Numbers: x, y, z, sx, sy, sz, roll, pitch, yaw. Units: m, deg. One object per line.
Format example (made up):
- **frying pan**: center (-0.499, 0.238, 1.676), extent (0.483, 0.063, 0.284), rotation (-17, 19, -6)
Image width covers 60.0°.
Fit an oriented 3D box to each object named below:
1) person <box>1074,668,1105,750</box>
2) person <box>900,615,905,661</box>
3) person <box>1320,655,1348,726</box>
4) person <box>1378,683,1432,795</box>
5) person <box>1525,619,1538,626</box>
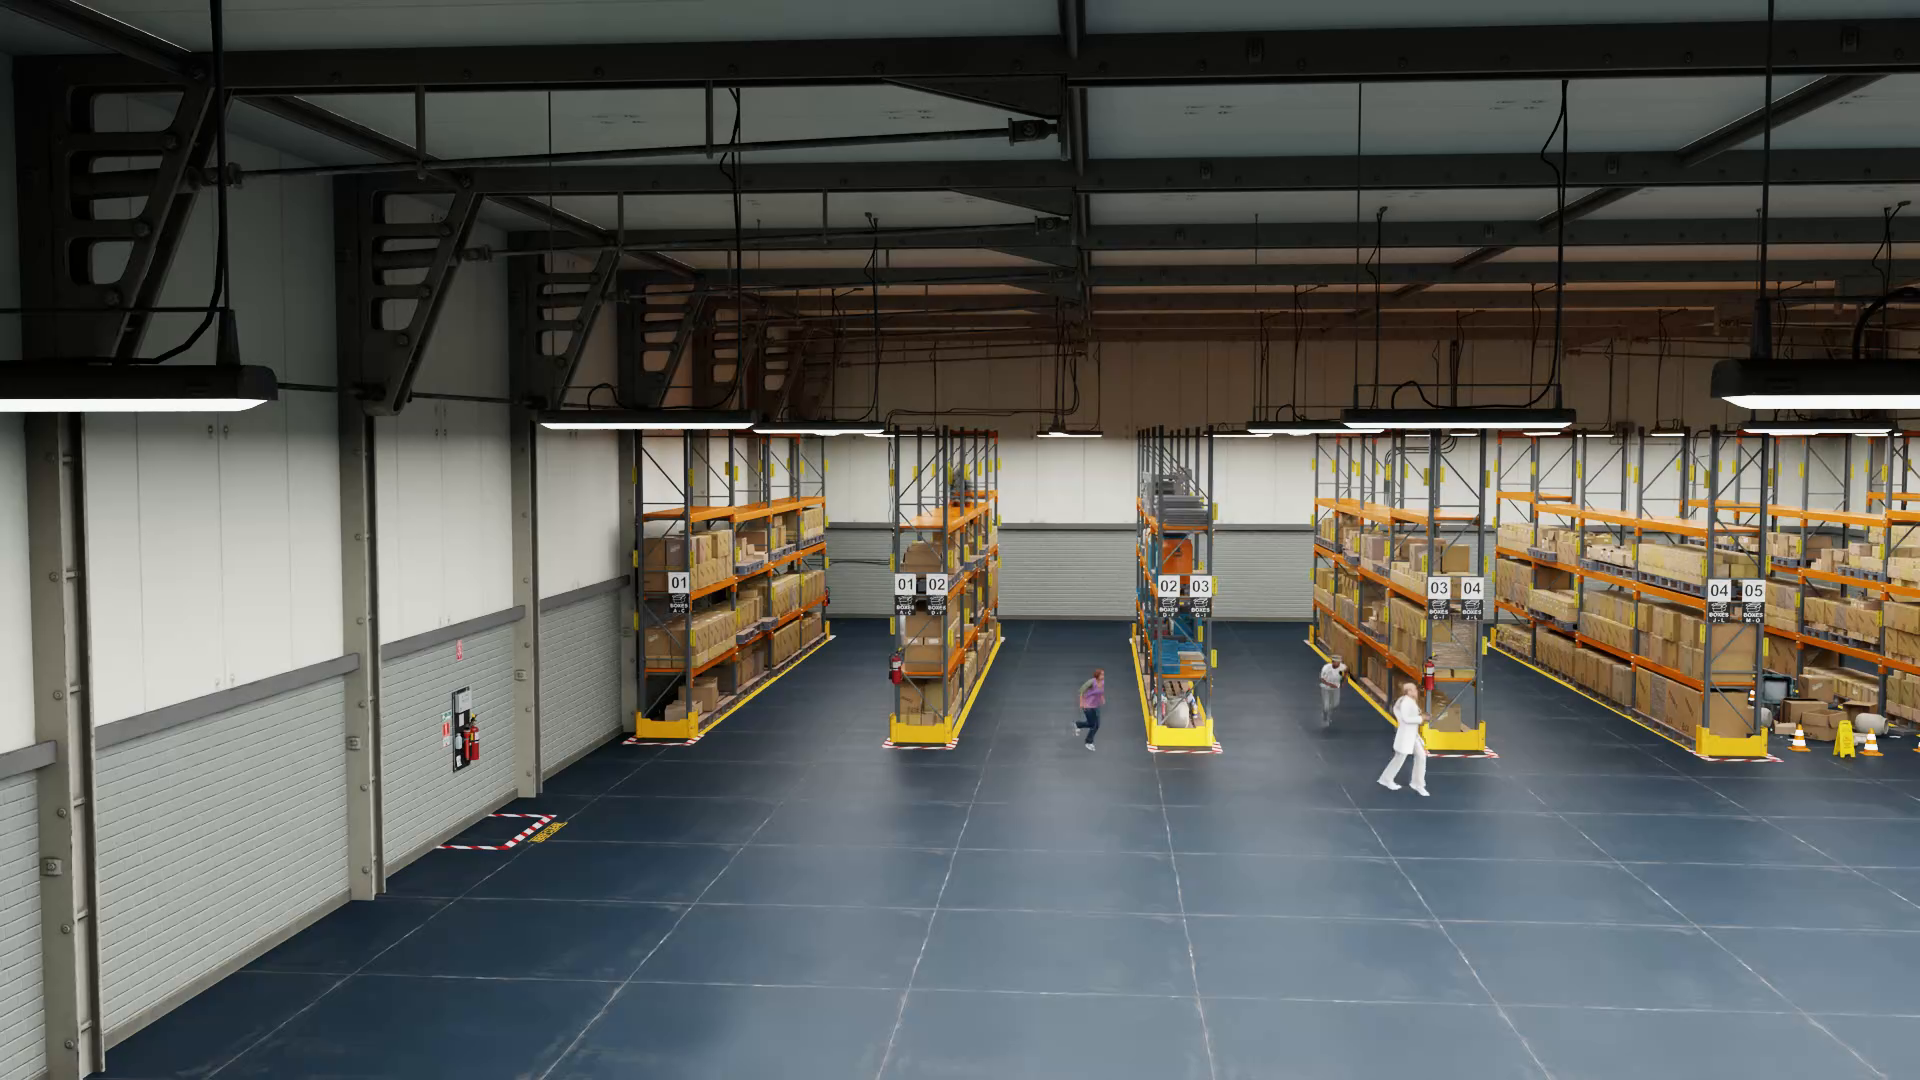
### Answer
- **person**: center (2.413, 3.122, 30.926), extent (0.533, 1.538, 0.723), rotation (-3, 5, -43)
- **person**: center (-1.364, 2.407, 41.697), extent (0.627, 1.698, 0.761), rotation (0, 3, 0)
- **person**: center (7.462, 2.998, 33.129), extent (0.597, 1.487, 0.788), rotation (0, 3, -5)
- **person**: center (7.194, 3.231, 26.879), extent (0.861, 1.855, 0.669), rotation (2, 4, 29)
- **person**: center (16.269, 2.115, 47.146), extent (0.519, 1.559, 0.530), rotation (-1, 3, -9)
